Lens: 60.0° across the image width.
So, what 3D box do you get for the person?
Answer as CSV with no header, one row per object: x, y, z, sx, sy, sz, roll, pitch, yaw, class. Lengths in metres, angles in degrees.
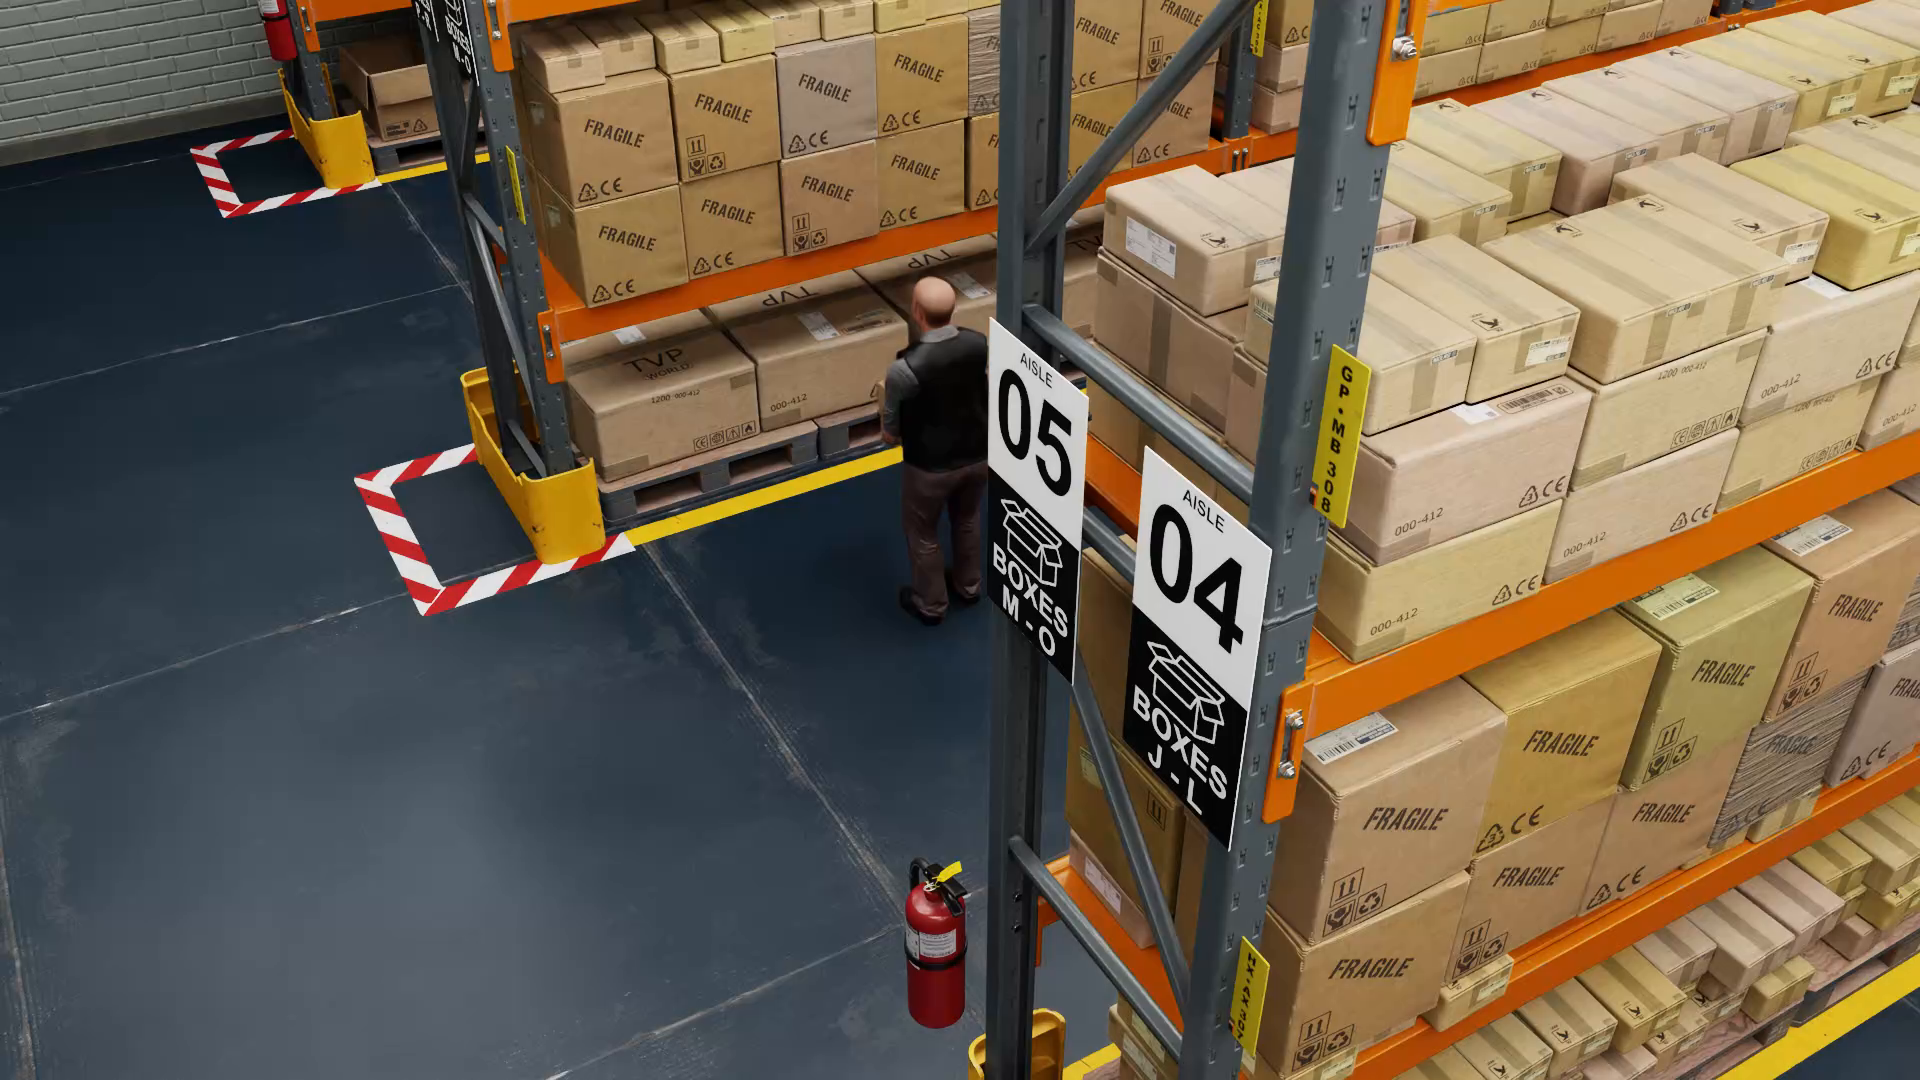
-0.116,-0.414,7.517,0.491,1.716,0.568,-20,41,-25,person
